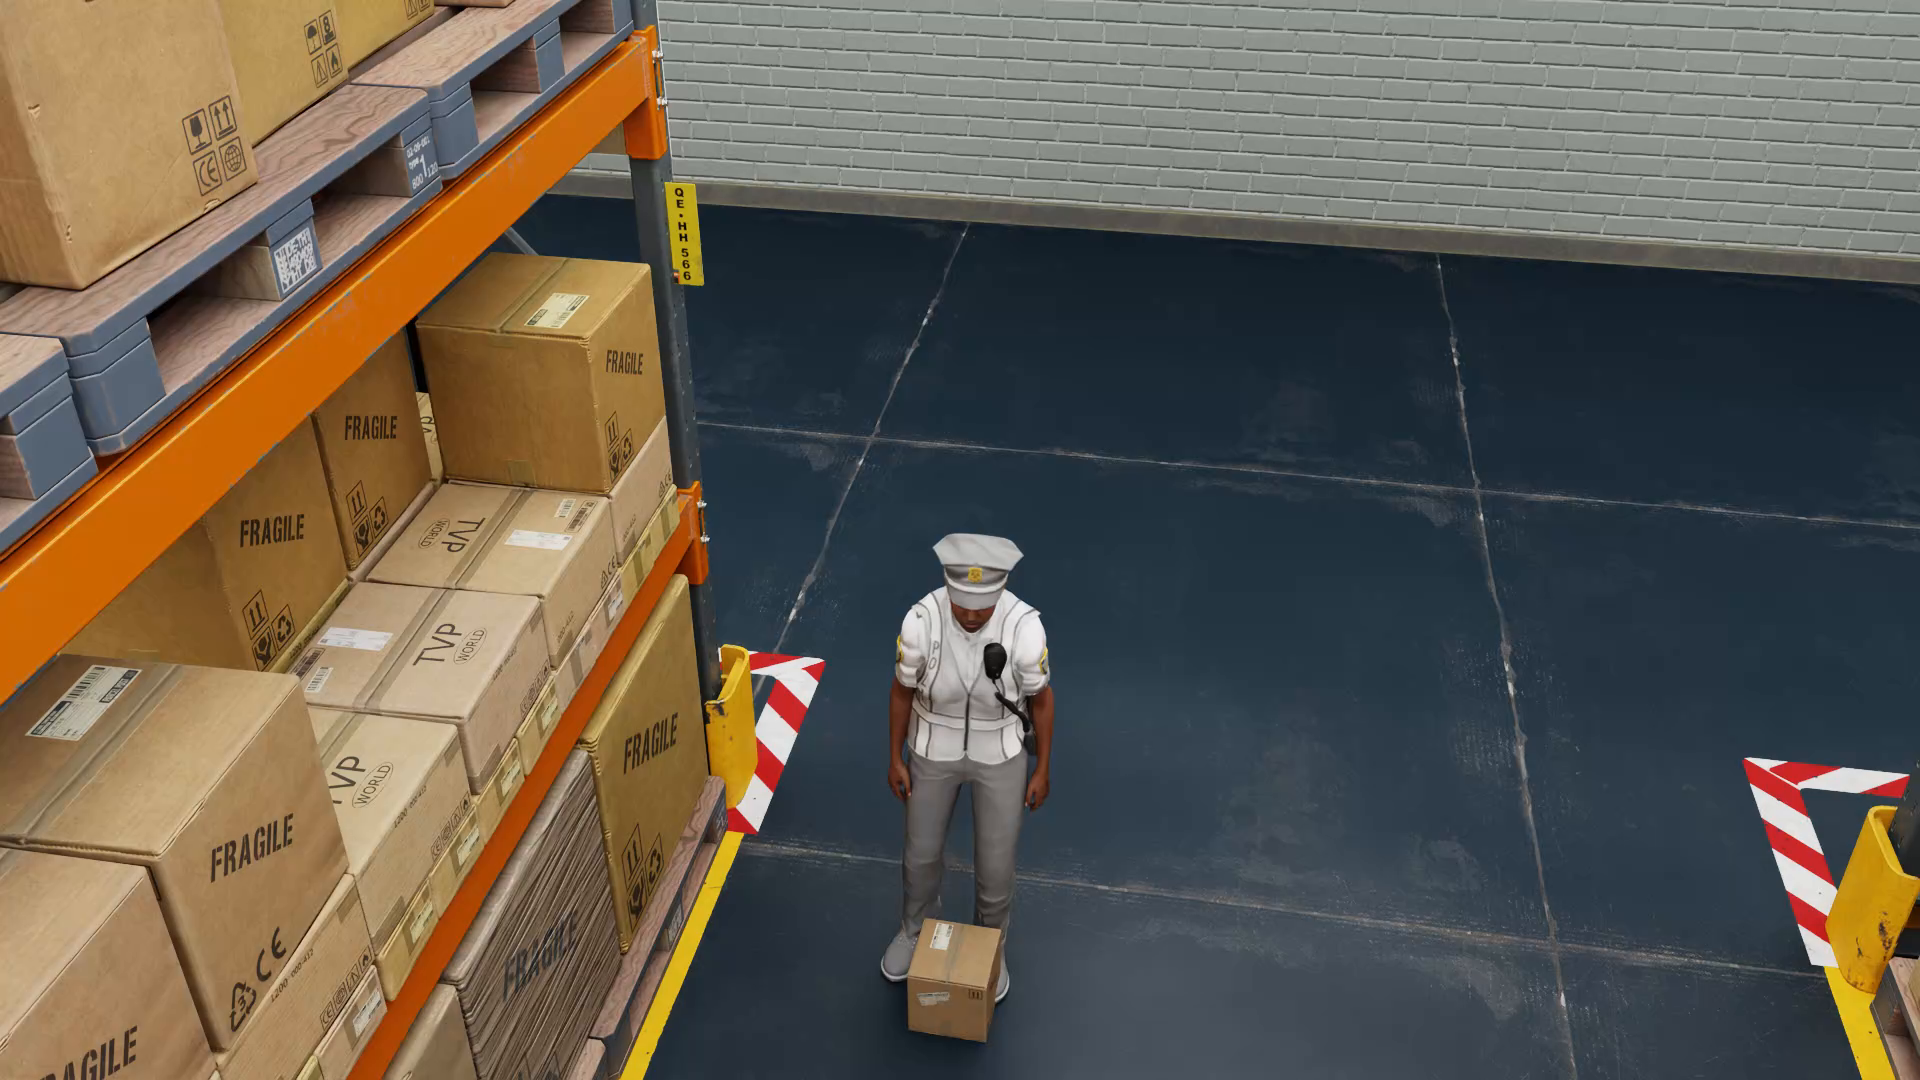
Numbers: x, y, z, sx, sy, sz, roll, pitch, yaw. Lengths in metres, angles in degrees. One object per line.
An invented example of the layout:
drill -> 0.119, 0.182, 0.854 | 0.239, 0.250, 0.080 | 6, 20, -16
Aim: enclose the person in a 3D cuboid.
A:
person -> 0.014, 0.681, 5.069 | 0.532, 1.663, 0.422 | 4, 33, 6
